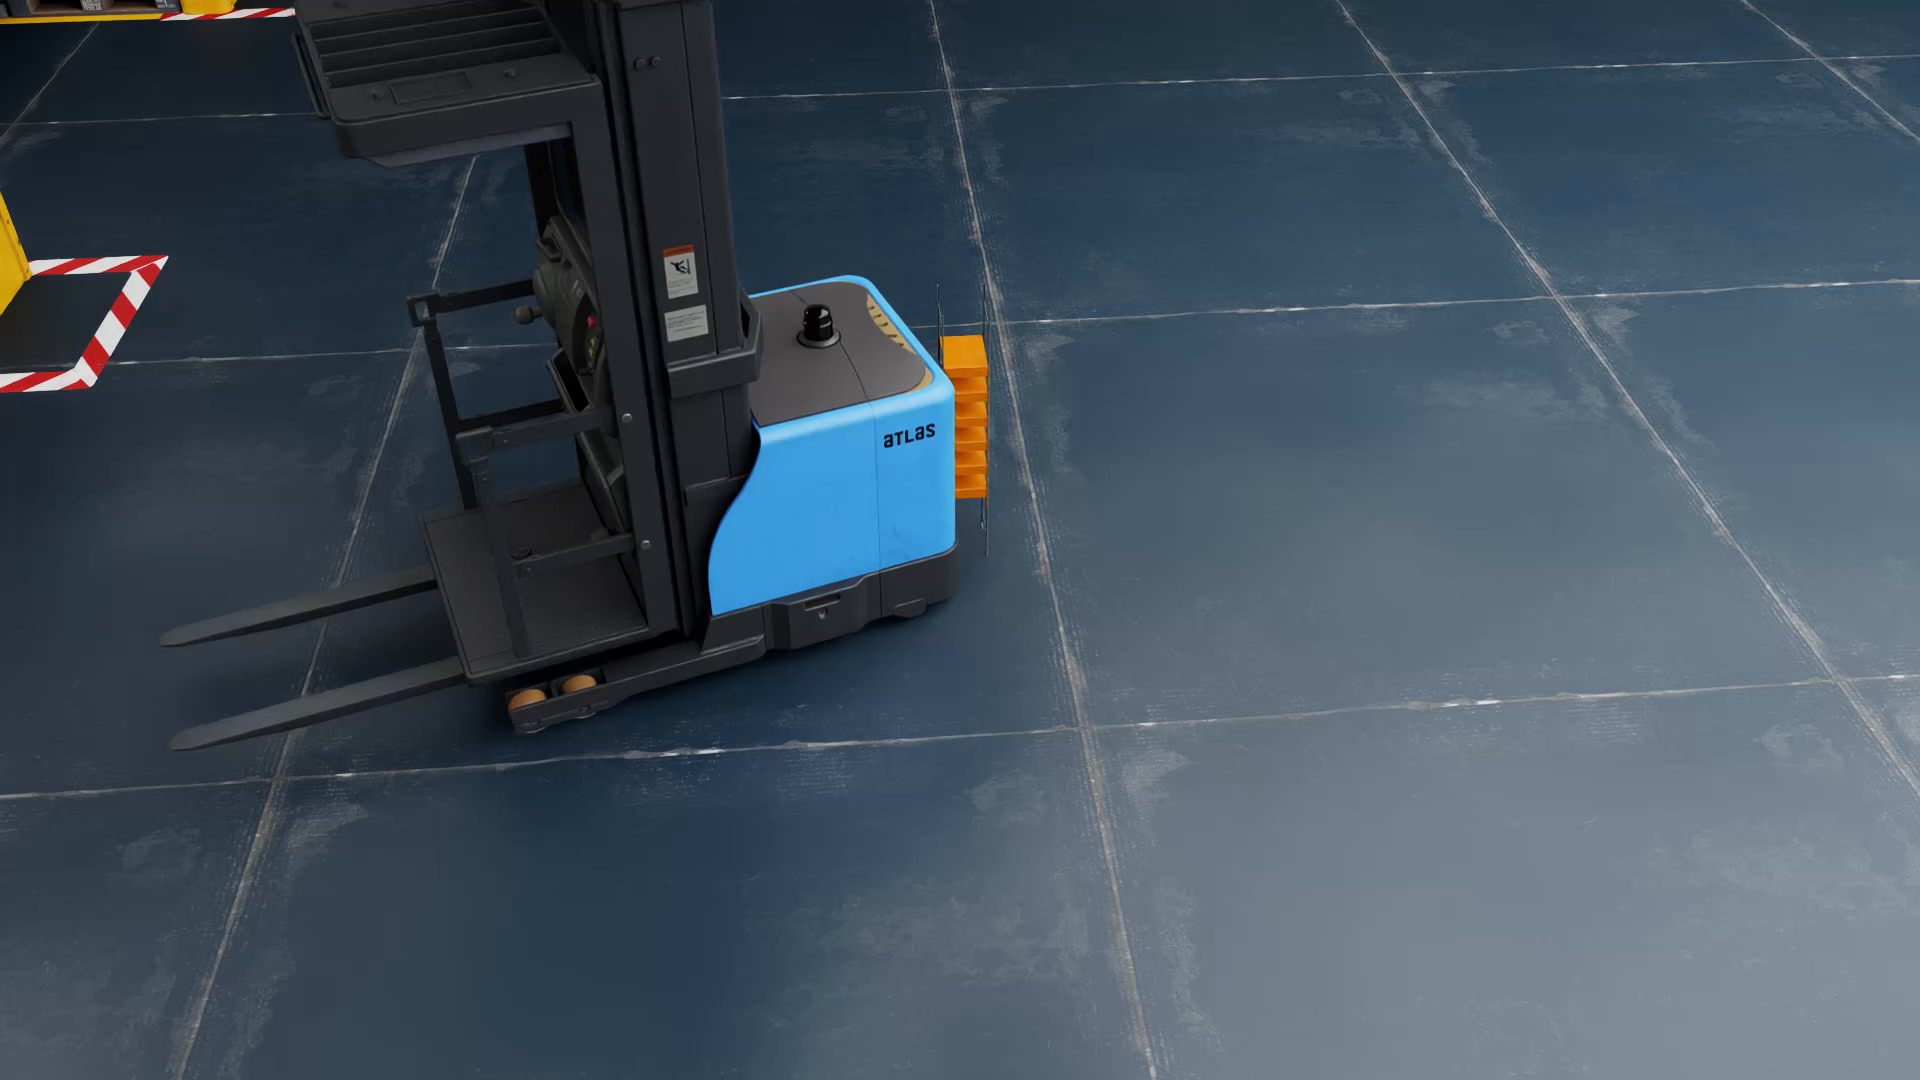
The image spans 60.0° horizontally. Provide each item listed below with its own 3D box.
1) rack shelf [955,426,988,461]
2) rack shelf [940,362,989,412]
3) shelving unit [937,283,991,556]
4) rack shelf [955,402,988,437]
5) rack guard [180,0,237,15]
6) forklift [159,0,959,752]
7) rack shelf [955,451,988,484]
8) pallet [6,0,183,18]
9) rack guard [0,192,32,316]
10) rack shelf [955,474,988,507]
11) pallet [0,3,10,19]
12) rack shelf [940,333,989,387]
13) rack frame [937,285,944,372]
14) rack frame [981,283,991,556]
[{"bbox_3d":[0.014,-0.437,6.907,0.180,0.103,0.258,-3,38,-4],"label":"rack shelf"},{"bbox_3d":[0.014,-0.625,6.758,0.180,0.103,0.258,-3,38,-4],"label":"rack shelf"},{"bbox_3d":[0.014,-0.472,6.879,0.189,1.200,0.258,-3,38,-4],"label":"shelving unit"},{"bbox_3d":[0.014,-0.531,6.833,0.180,0.103,0.258,-3,38,-4],"label":"rack shelf"},{"bbox_3d":[-5.540,-4.380,12.397,0.348,0.500,1.175,-3,38,-4],"label":"rack guard"},{"bbox_3d":[-1.570,-0.791,5.886,3.031,2.935,1.130,-15,41,-18],"label":"forklift"},{"bbox_3d":[0.014,-0.343,6.981,0.180,0.103,0.258,-3,38,-4],"label":"rack shelf"},{"bbox_3d":[-6.322,-4.197,12.399,1.213,0.211,1.003,-3,38,-4],"label":"pallet"},{"bbox_3d":[-5.196,-1.312,8.509,0.348,0.500,1.175,-3,38,-4],"label":"rack guard"},{"bbox_3d":[0.014,-0.249,7.056,0.180,0.103,0.258,-3,38,-4],"label":"rack shelf"},{"bbox_3d":[-7.534,-4.132,12.317,1.213,0.211,1.003,-3,38,-4],"label":"pallet"},{"bbox_3d":[0.014,-0.720,6.684,0.180,0.103,0.258,-3,38,-4],"label":"rack shelf"},{"bbox_3d":[-0.077,-0.467,6.873,0.006,1.200,0.240,-3,38,-4],"label":"rack frame"},{"bbox_3d":[0.106,-0.477,6.886,0.006,1.200,0.240,-3,38,-4],"label":"rack frame"}]
